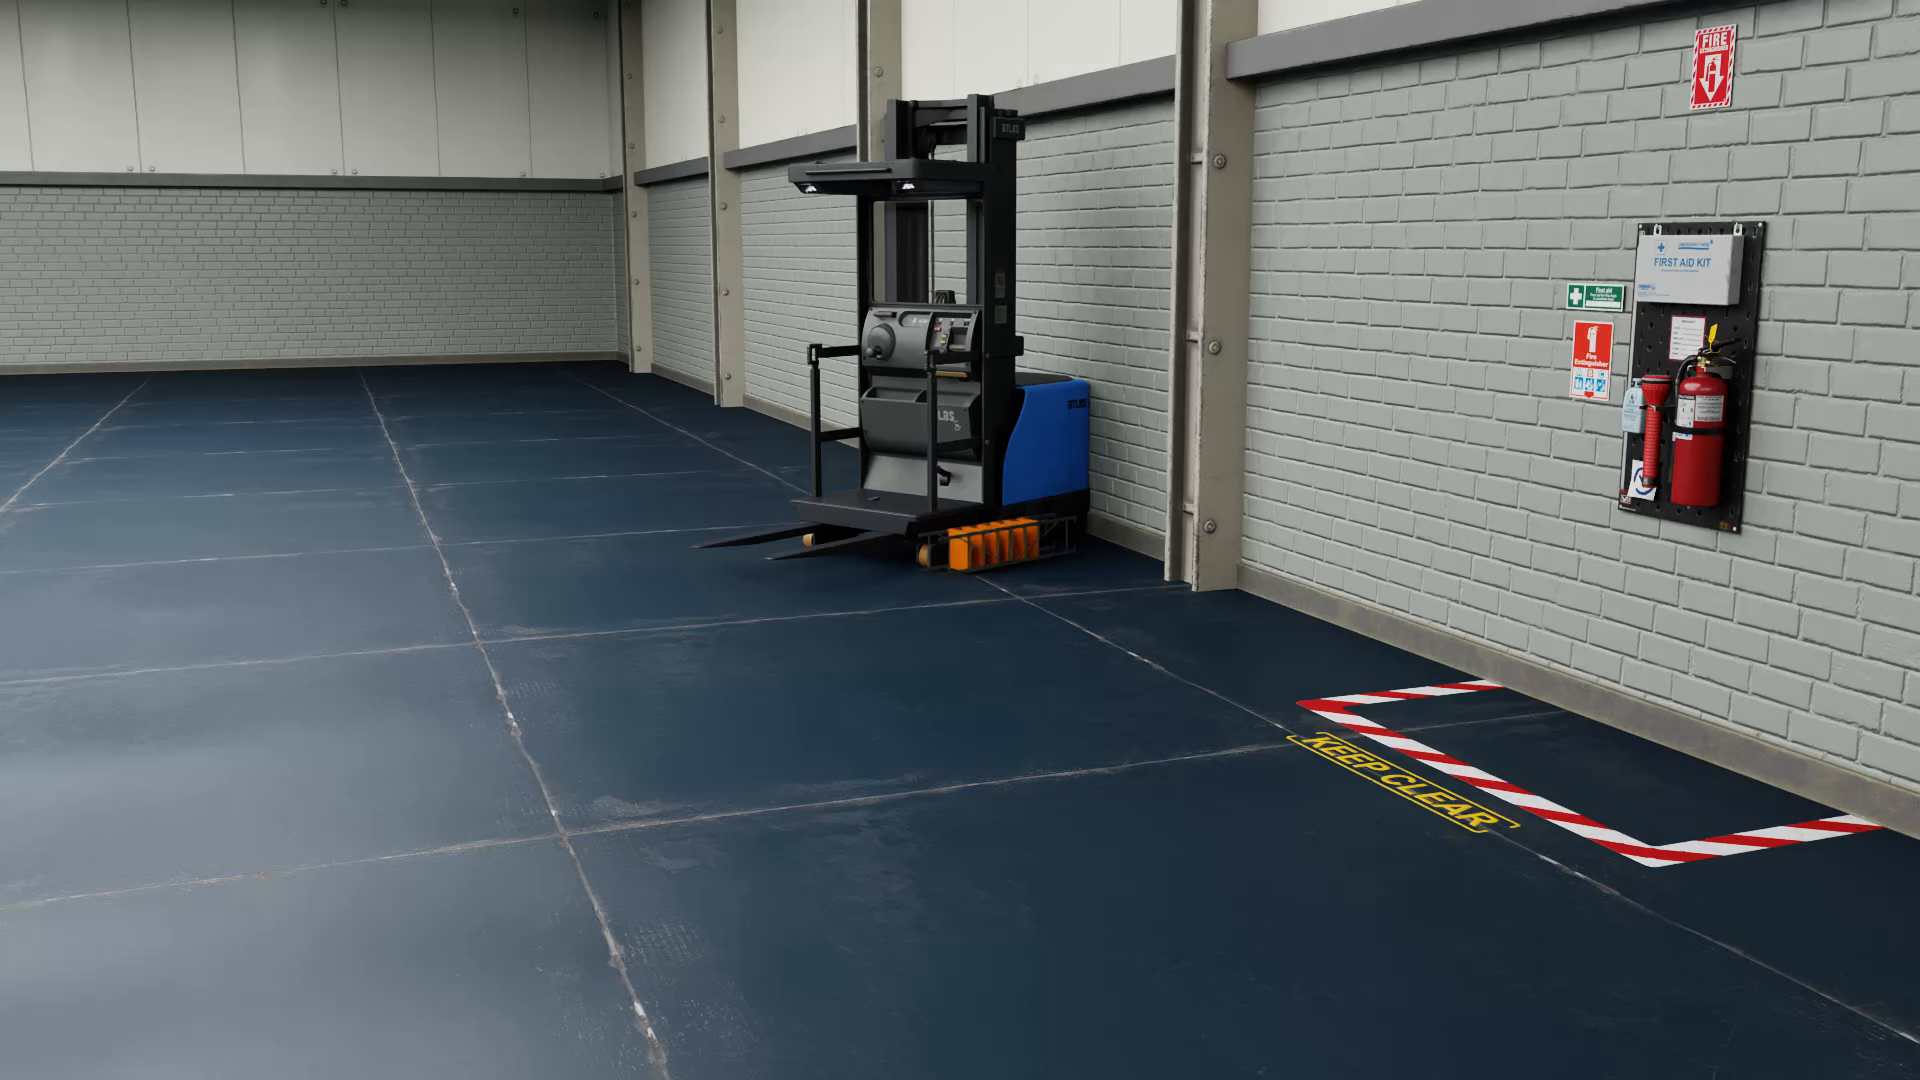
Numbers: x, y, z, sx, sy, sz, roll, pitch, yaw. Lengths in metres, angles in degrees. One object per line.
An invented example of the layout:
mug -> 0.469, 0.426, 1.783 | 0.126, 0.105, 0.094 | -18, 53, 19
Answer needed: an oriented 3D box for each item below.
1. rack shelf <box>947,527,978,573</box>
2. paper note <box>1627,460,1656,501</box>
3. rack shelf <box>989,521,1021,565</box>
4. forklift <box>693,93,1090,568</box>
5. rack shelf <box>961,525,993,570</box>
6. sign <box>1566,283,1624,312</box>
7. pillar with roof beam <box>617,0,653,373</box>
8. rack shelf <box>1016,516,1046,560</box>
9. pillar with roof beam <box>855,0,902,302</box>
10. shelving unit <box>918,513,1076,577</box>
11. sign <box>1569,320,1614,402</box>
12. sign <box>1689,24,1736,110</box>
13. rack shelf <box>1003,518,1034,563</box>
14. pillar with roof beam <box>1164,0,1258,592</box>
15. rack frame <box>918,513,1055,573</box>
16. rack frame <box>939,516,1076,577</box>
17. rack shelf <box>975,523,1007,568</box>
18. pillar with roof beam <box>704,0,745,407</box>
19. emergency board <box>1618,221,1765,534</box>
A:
rack shelf -> 0.019, 0.060, 10.245 | 0.103, 0.258, 0.180 | -9, 14, -42
paper note -> 2.766, -0.243, 6.735 | 0.016, 0.148, 0.142 | -4, 11, -21
rack shelf -> 0.282, 0.017, 10.487 | 0.103, 0.258, 0.180 | -9, 14, -42
forklift -> -0.394, -1.357, 10.679 | 1.130, 2.935, 3.031 | 8, 13, 38
rack shelf -> 0.106, 0.045, 10.325 | 0.103, 0.258, 0.180 | -9, 14, -42
sign -> 2.655, -1.017, 6.958 | 0.001, 0.109, 0.331 | -4, 11, -21
pillar with roof beam -> -9.084, -6.835, 24.151 | 9.100, 9.000, 0.400 | -4, 11, -21
rack shelf -> 0.457, -0.012, 10.649 | 0.103, 0.258, 0.180 | -9, 14, -42
pillar with roof beam -> -4.735, -4.876, 13.139 | 9.100, 9.000, 0.400 | -4, 11, -21
shelving unit -> 0.249, 0.022, 10.457 | 1.200, 0.258, 0.189 | -9, 14, -42
sign -> 2.662, -0.757, 7.011 | 0.001, 0.329, 0.234 | -4, 11, -21
sign -> 2.856, -1.792, 6.310 | 0.001, 0.298, 0.199 | -4, 11, -21
rack shelf -> 0.369, 0.002, 10.568 | 0.103, 0.258, 0.180 | -9, 14, -42
pillar with roof beam -> -2.561, -3.897, 7.634 | 9.100, 9.000, 0.400 | -4, 11, -21
rack frame -> 0.187, 0.010, 10.523 | 1.200, 0.240, 0.006 | -9, 14, -42
rack frame -> 0.312, 0.034, 10.391 | 1.200, 0.240, 0.006 | -9, 14, -42
rack shelf -> 0.194, 0.031, 10.406 | 0.103, 0.258, 0.180 | -9, 14, -42
pillar with roof beam -> -6.909, -5.856, 18.645 | 9.100, 9.000, 0.400 | -4, 11, -21
emergency board -> 2.766, -0.643, 6.470 | 0.194, 1.169, 0.643 | -4, 11, -21
